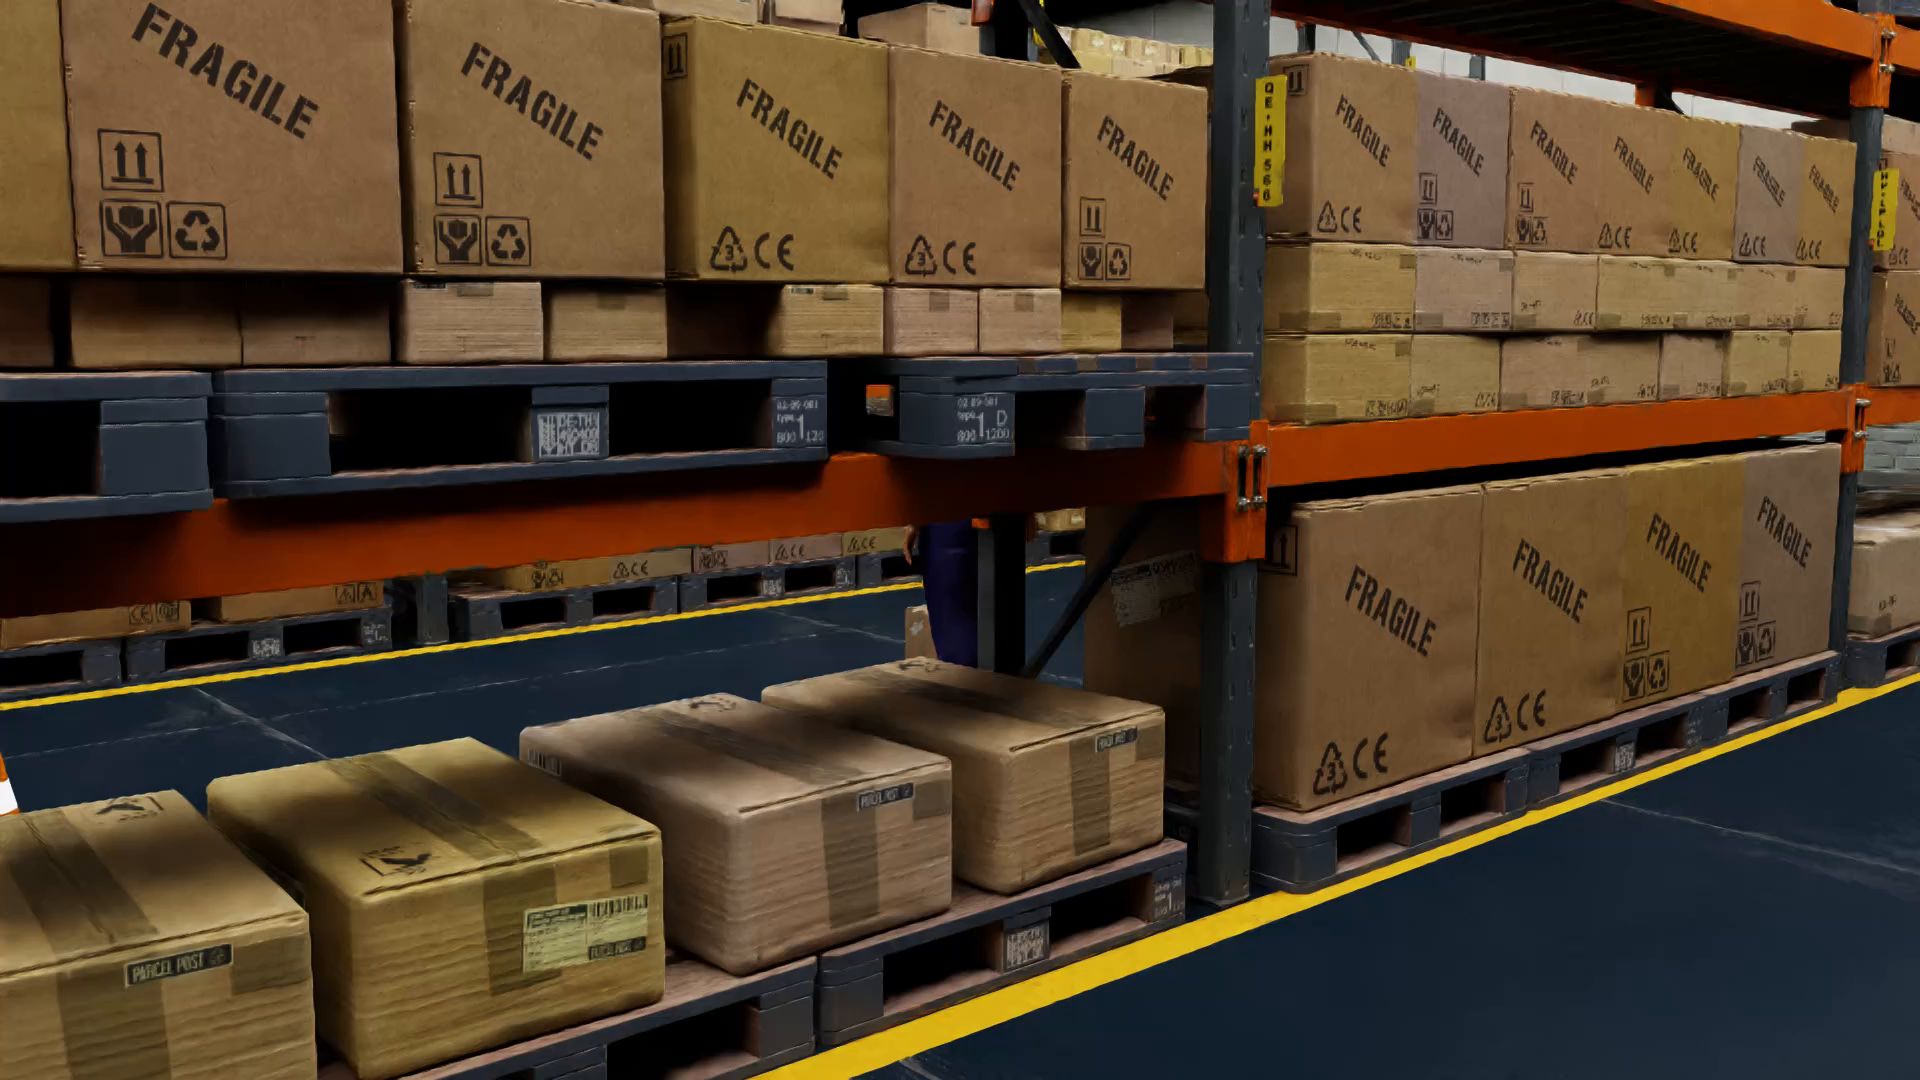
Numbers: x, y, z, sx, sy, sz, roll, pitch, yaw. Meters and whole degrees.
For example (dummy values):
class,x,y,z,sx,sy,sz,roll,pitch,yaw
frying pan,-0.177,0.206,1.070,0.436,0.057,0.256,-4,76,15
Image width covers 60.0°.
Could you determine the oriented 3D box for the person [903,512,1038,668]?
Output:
class,x,y,z,sx,sy,sz,roll,pitch,yaw
person,0.019,-0.083,6.367,0.671,1.636,0.569,-6,9,-36
